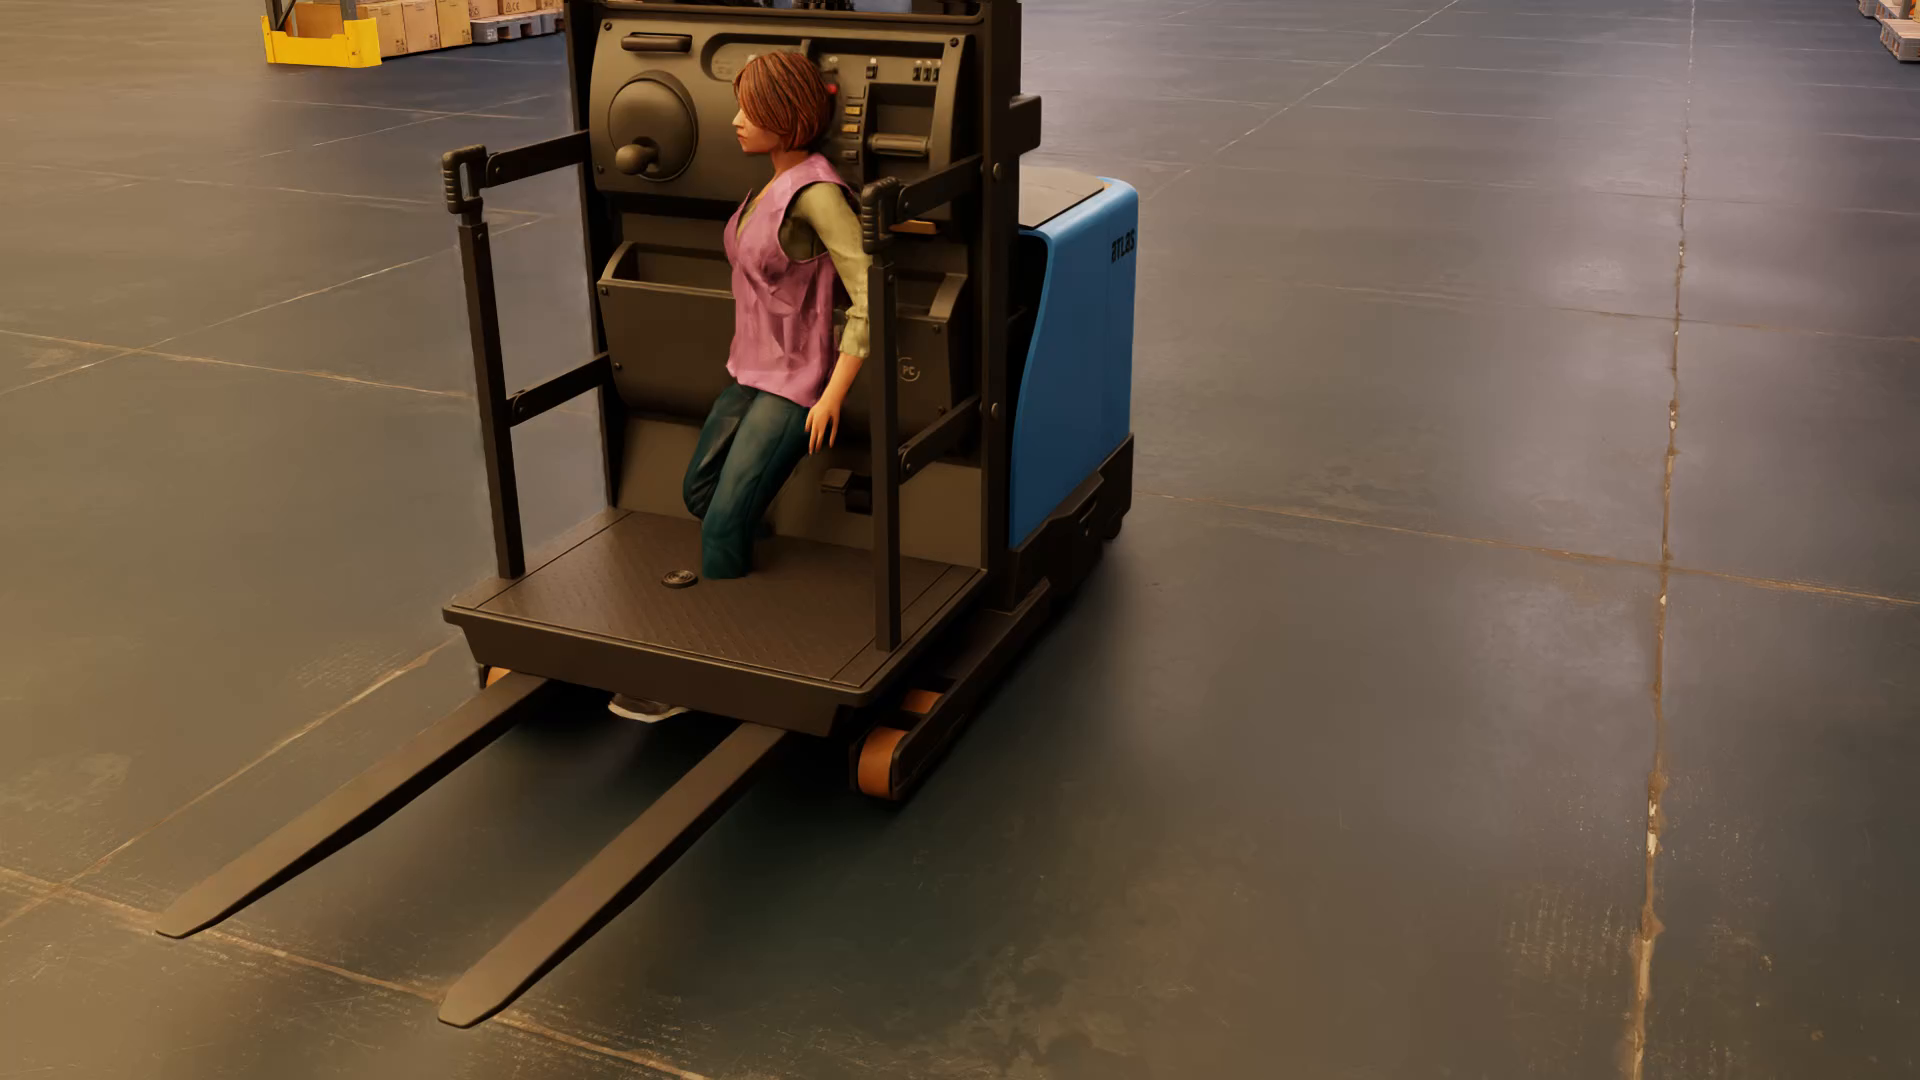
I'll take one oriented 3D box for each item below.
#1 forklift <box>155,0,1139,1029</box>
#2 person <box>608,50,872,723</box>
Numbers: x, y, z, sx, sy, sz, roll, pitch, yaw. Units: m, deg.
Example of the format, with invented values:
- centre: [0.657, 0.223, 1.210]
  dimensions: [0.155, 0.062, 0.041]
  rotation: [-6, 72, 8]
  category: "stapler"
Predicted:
- centre: [-0.509, -0.957, 3.582]
  dimensions: [1.130, 2.935, 3.031]
  rotation: [9, 24, 21]
  category: "forklift"
- centre: [-0.580, -0.352, 3.924]
  dimensions: [0.679, 1.544, 0.702]
  rotation: [-9, 24, -21]
  category: "person"
